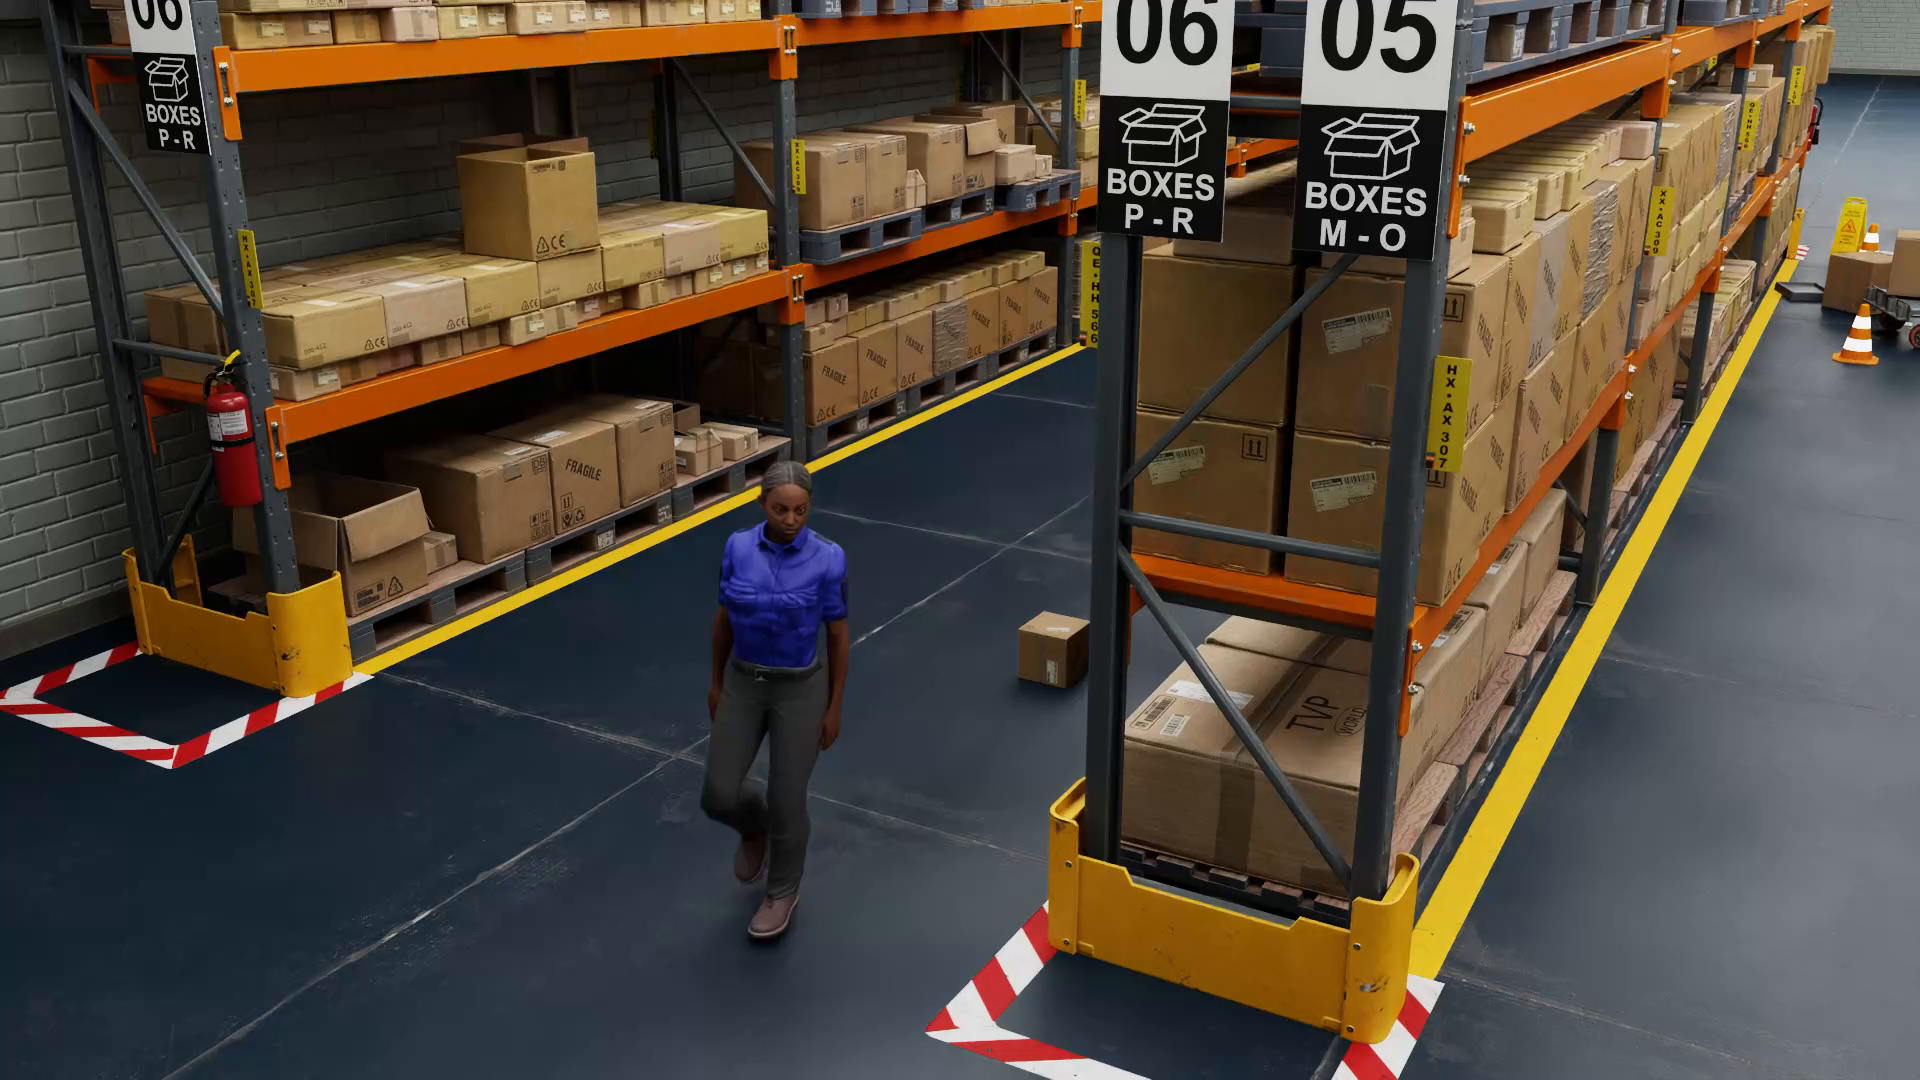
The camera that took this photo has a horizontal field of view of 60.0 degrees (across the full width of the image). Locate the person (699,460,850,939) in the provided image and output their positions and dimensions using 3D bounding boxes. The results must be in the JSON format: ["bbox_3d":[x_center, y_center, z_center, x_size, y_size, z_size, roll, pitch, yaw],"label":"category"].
[{"bbox_3d":[-0.619,0.513,5.580,0.512,1.642,0.473,4,20,12],"label":"person"}]
